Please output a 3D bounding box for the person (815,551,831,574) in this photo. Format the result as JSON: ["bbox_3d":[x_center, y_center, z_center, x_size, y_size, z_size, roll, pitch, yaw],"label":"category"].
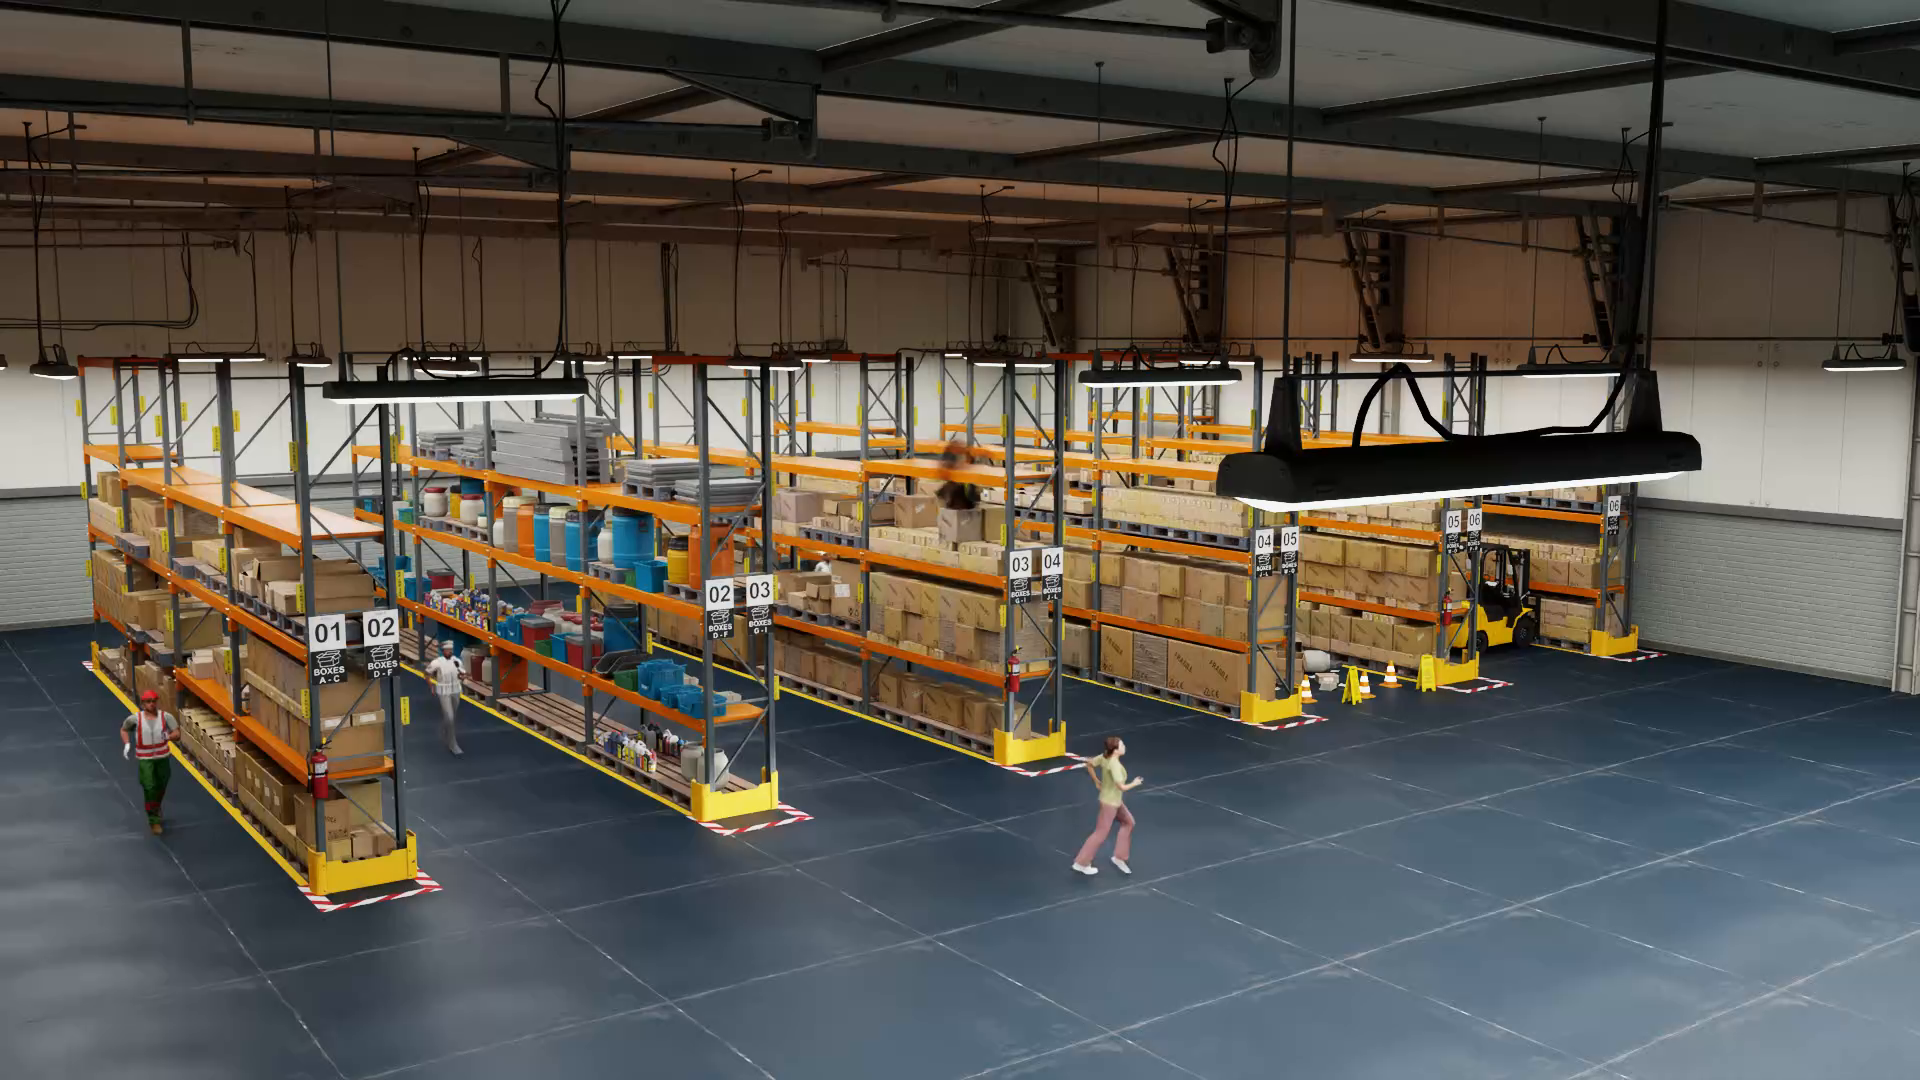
[{"bbox_3d":[-2.861,1.077,36.195,0.659,1.795,0.882,-4,8,-31],"label":"person"}]

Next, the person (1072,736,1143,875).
[{"bbox_3d":[1.727,3.138,19.591,0.857,1.697,0.581,-1,7,-8],"label":"person"}]

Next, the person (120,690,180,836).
[{"bbox_3d":[-10.406,2.817,21.443,0.659,1.787,0.980,-5,9,-37],"label":"person"}]

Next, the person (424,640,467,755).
[{"bbox_3d":[-7.869,2.379,25.578,0.867,1.721,0.562,7,10,43],"label":"person"}]
